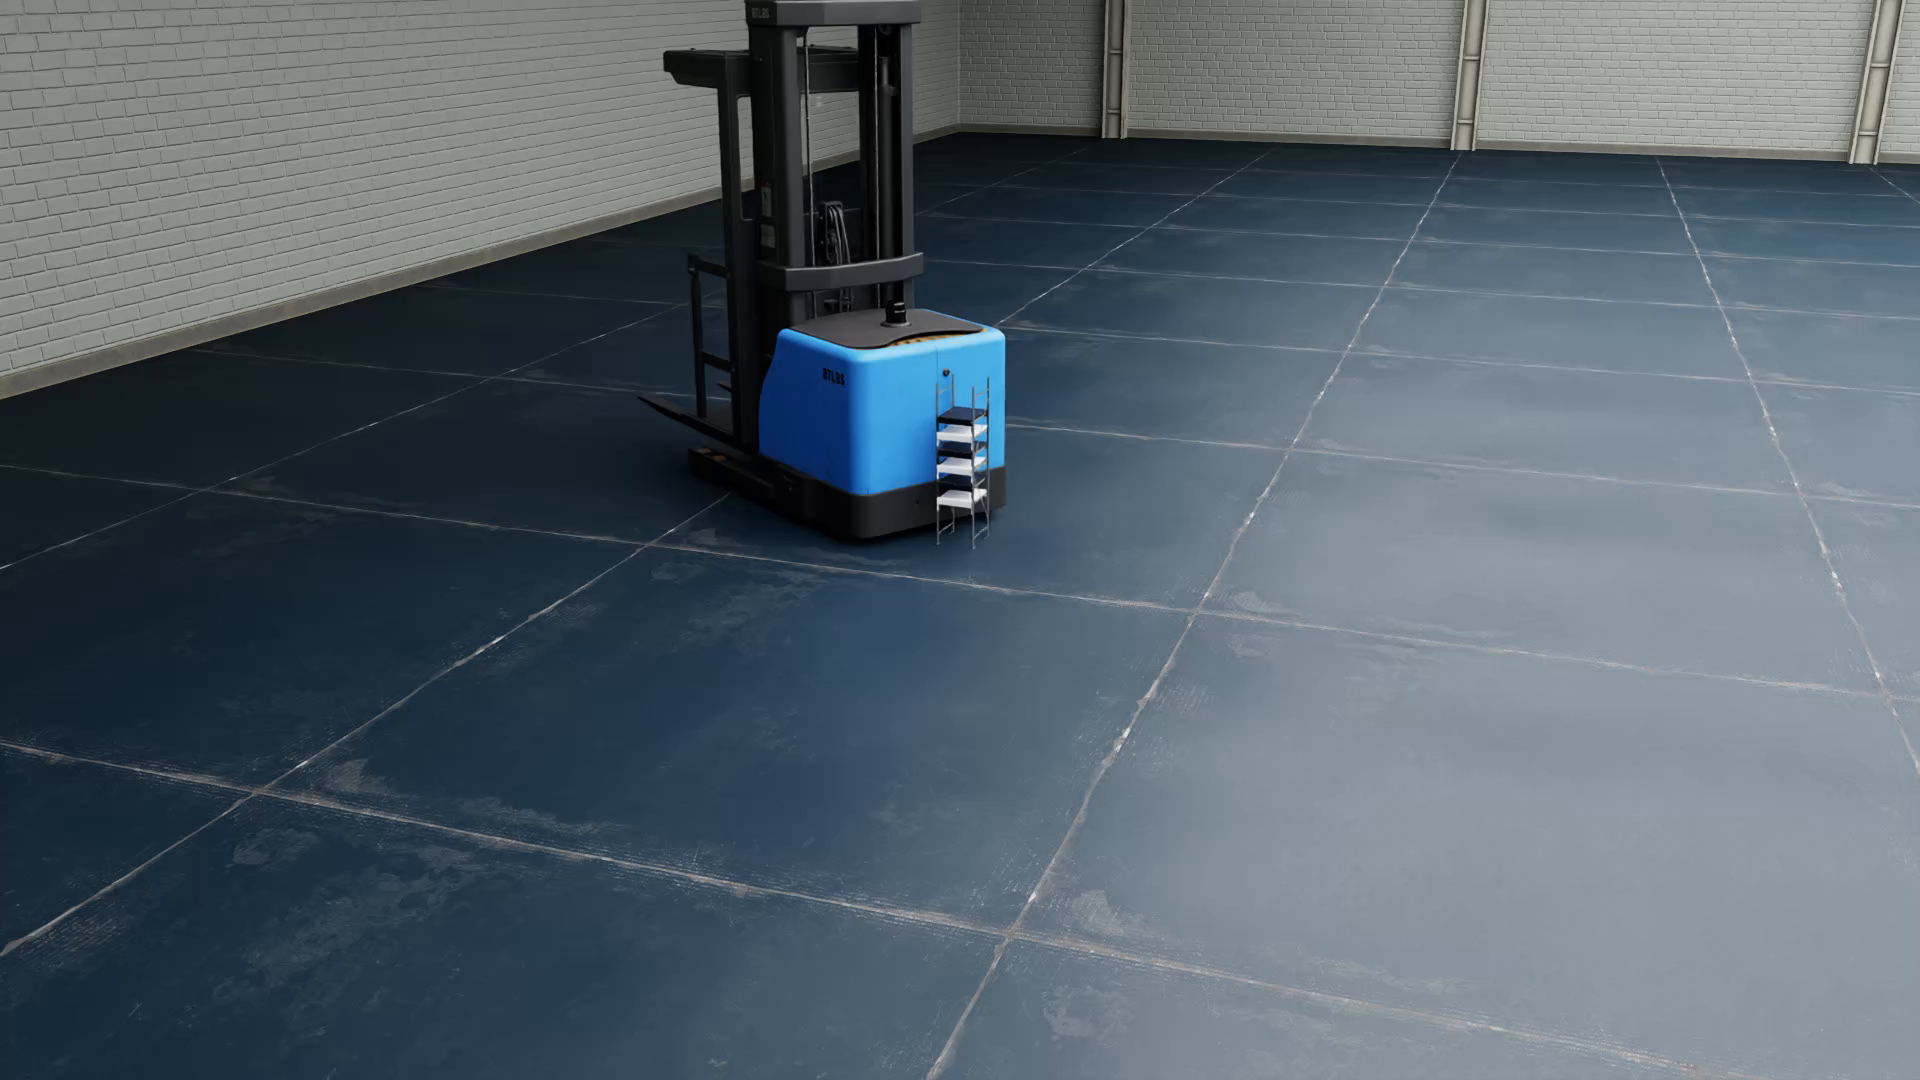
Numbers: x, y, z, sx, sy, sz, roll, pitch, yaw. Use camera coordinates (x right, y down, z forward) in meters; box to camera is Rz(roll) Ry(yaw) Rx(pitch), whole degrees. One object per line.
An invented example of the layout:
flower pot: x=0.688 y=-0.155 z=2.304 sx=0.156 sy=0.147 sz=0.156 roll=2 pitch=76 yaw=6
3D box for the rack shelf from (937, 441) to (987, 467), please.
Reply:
rack shelf: x=0.016 y=-0.472 z=8.890 sx=0.200 sy=0.077 sz=0.258 roll=8 pitch=21 yaw=21

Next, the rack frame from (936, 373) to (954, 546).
rack frame: x=-0.078 y=-0.431 z=8.945 sx=0.006 sy=0.900 sz=0.240 roll=8 pitch=21 yaw=21

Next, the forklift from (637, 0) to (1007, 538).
forklift: x=-1.013 y=-1.815 z=9.831 sx=1.130 sy=2.935 sz=3.031 roll=-14 pitch=23 yaw=-34

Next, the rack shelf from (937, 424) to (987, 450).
rack shelf: x=0.016 y=-0.557 z=8.861 sx=0.200 sy=0.077 sz=0.258 roll=8 pitch=21 yaw=21

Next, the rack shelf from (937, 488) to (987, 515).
rack shelf: x=0.016 y=-0.217 z=8.979 sx=0.200 sy=0.077 sz=0.258 roll=8 pitch=21 yaw=21

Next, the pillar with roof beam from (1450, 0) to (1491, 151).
pillar with roof beam: x=7.015 y=-9.457 z=22.536 sx=0.400 sy=9.000 sz=9.100 roll=7 pitch=20 yaw=18

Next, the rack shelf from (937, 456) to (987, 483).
rack shelf: x=0.016 y=-0.387 z=8.920 sx=0.200 sy=0.077 sz=0.258 roll=8 pitch=21 yaw=21

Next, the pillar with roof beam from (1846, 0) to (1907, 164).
pillar with roof beam: x=12.683 y=-8.809 z=20.676 sx=0.400 sy=9.000 sz=9.100 roll=7 pitch=20 yaw=18

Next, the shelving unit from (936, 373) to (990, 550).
shelving unit: x=0.016 y=-0.418 z=8.909 sx=0.210 sy=0.900 sz=0.258 roll=8 pitch=21 yaw=21

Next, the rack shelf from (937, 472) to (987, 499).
rack shelf: x=0.016 y=-0.302 z=8.950 sx=0.200 sy=0.077 sz=0.258 roll=8 pitch=21 yaw=21

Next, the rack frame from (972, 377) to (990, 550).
rack frame: x=0.111 y=-0.406 z=8.873 sx=0.006 sy=0.900 sz=0.240 roll=8 pitch=21 yaw=21

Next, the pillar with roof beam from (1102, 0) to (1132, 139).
pillar with roof beam: x=1.347 y=-10.105 z=24.395 sx=0.400 sy=9.000 sz=9.100 roll=7 pitch=20 yaw=18

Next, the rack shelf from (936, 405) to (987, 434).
rack shelf: x=0.016 y=-0.642 z=8.831 sx=0.200 sy=0.077 sz=0.258 roll=8 pitch=21 yaw=21
